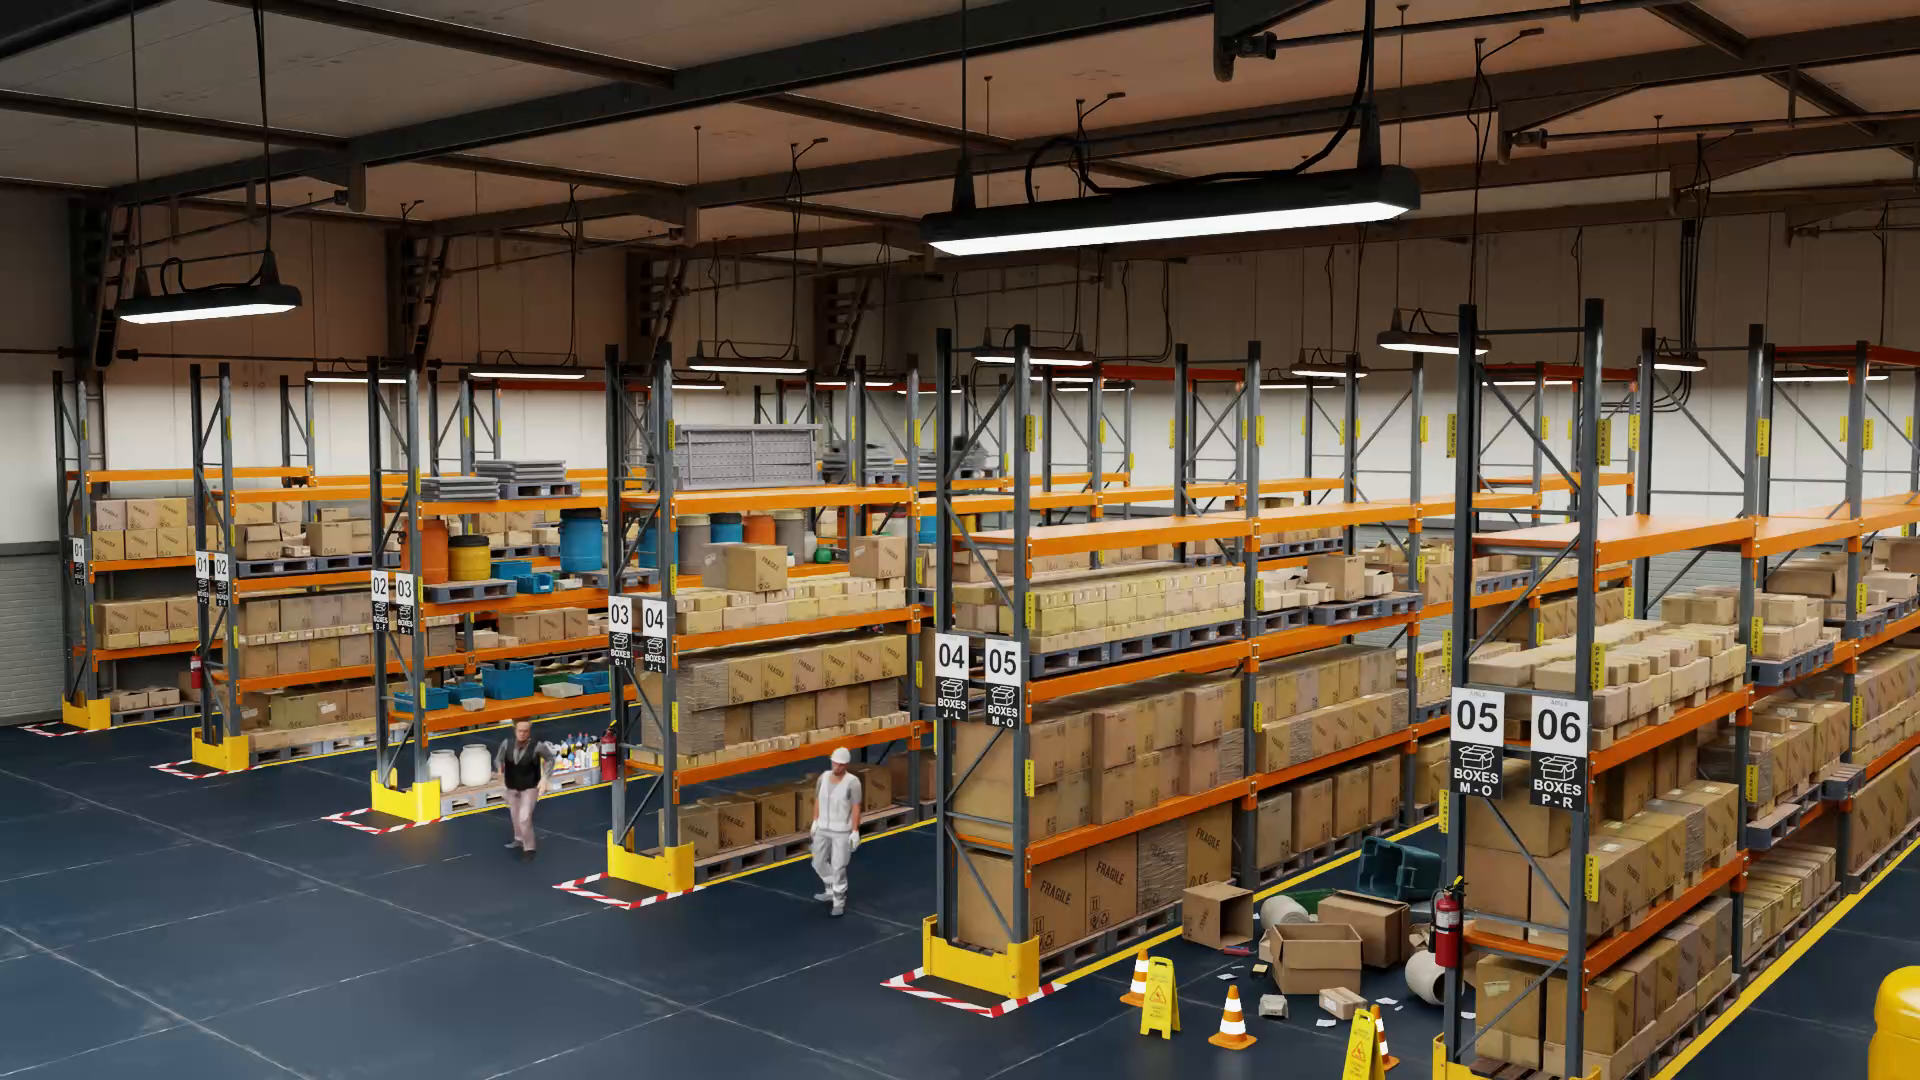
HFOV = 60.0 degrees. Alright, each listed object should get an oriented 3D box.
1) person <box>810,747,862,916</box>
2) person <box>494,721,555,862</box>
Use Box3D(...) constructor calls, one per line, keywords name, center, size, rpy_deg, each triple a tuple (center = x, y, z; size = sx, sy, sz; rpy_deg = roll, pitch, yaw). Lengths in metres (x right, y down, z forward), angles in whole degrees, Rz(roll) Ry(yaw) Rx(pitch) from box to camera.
Box3D(name="person", center=(-1.294, 3.023, 17.429), size=(0.660, 1.766, 0.489), rpy_deg=(2, 5, 26))
Box3D(name="person", center=(-5.204, 3.028, 19.707), size=(0.734, 1.488, 0.846), rpy_deg=(1, 4, 15))
